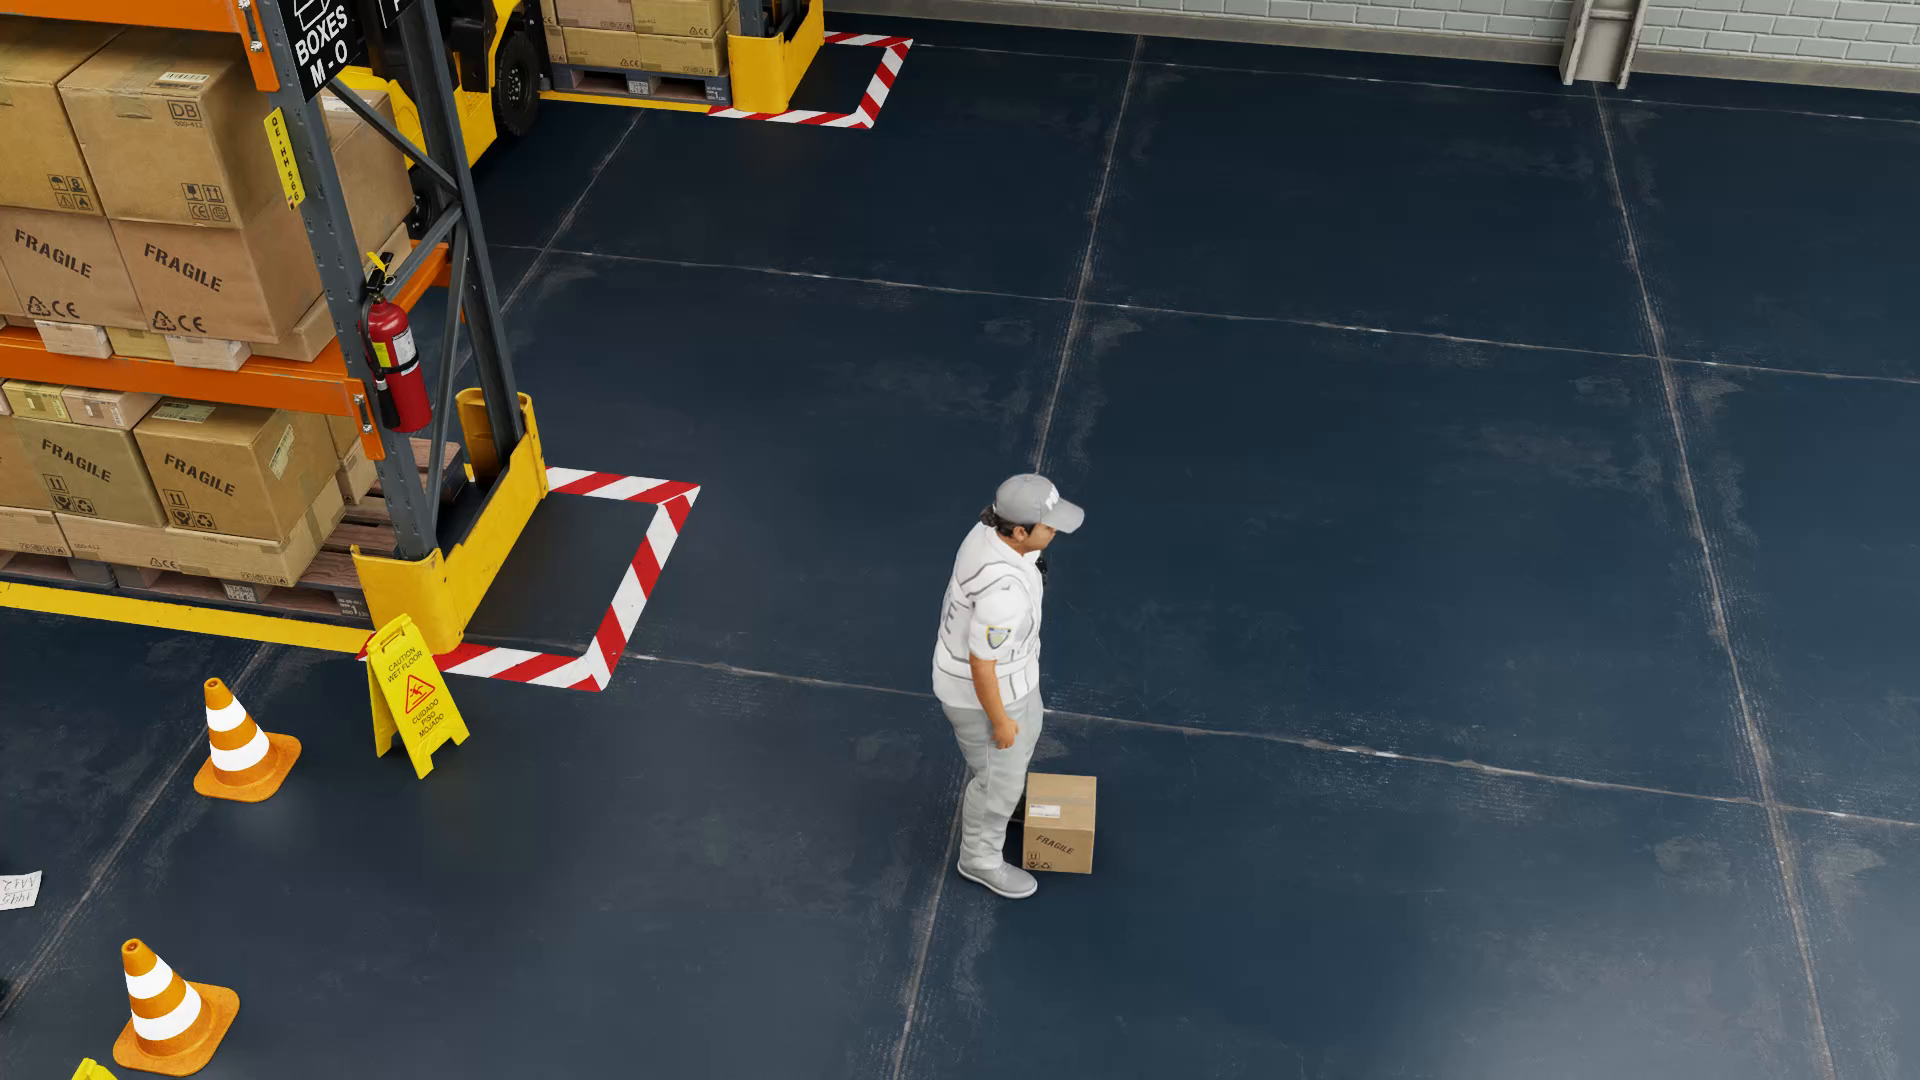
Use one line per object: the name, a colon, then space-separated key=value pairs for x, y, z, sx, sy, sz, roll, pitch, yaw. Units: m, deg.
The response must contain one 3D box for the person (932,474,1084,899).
person: x=0.148 y=0.466 z=5.612 sx=0.470 sy=1.665 sz=0.563 roll=4 pitch=41 yaw=5
